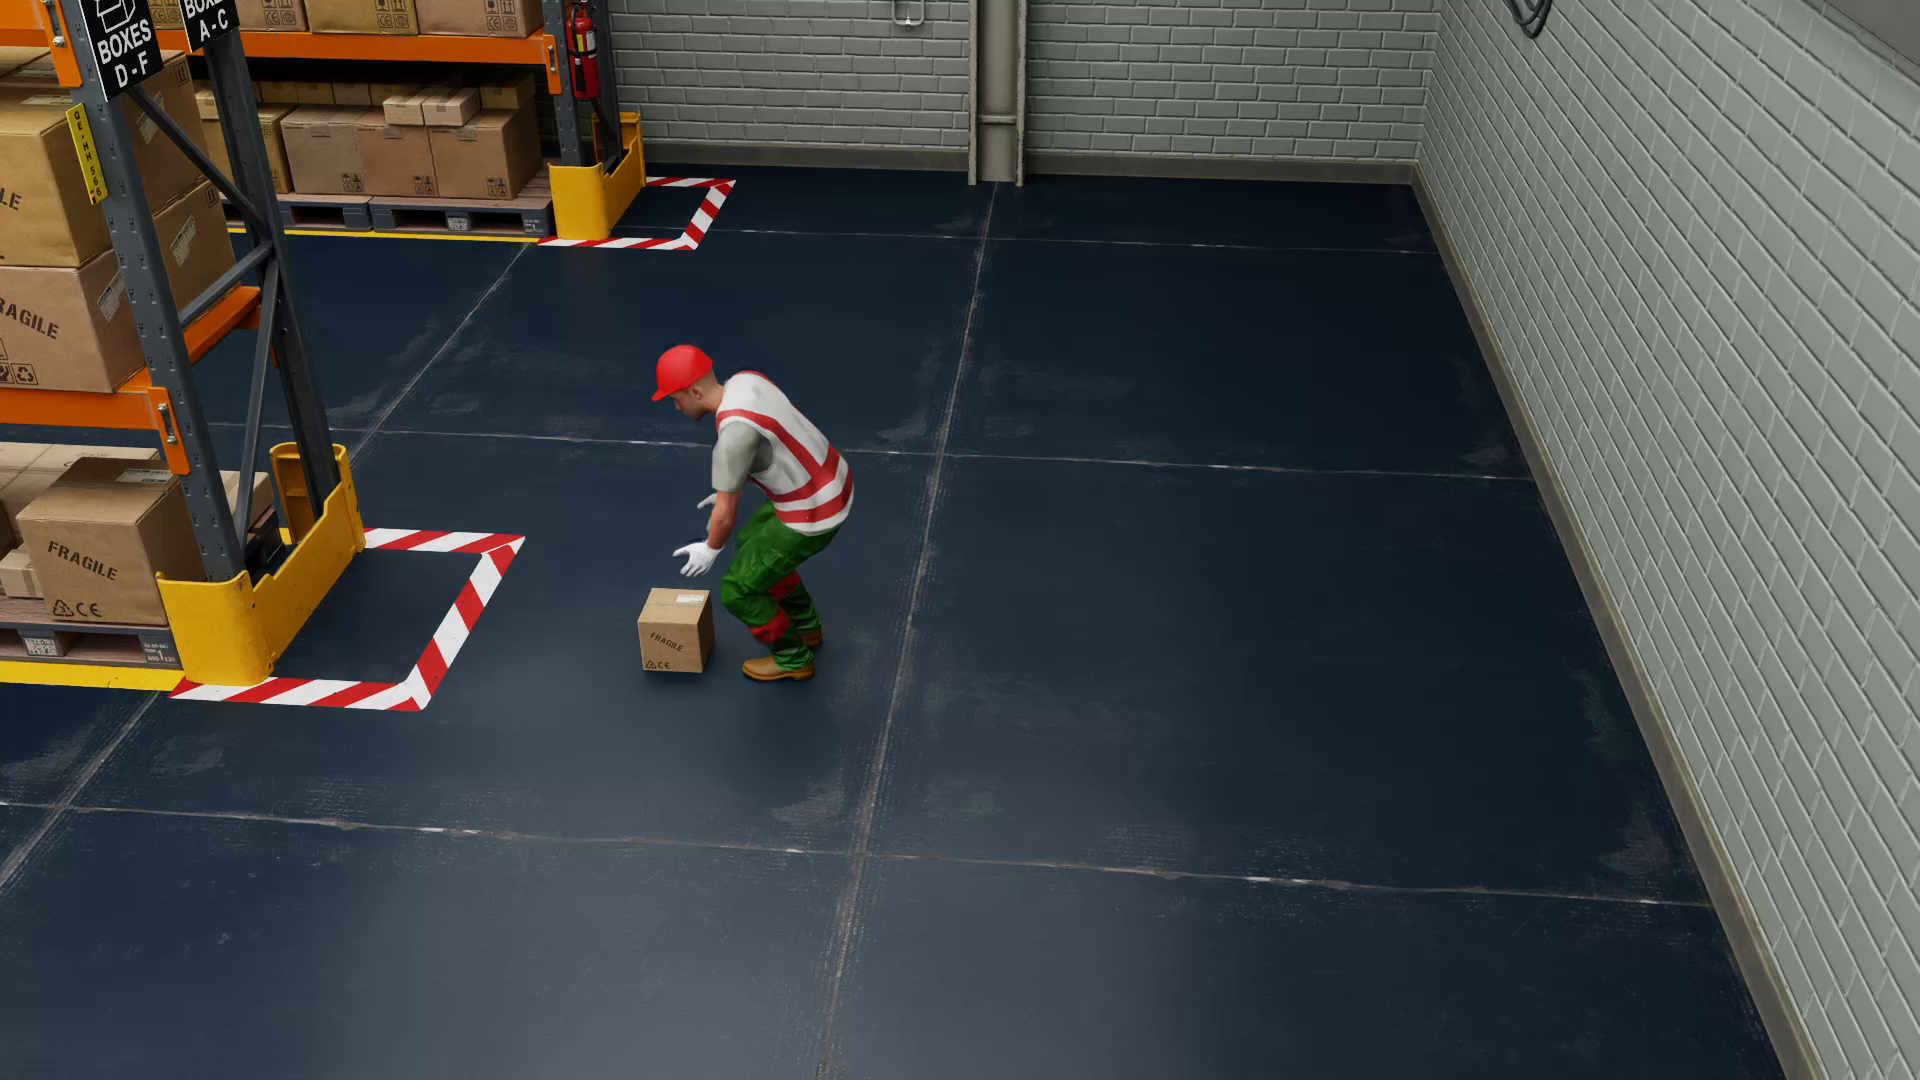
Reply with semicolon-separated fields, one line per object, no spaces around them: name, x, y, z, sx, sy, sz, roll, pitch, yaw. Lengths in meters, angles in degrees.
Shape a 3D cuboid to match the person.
person;-0.800;-0.100;6.608;0.750;1.439;0.583;3;32;4
